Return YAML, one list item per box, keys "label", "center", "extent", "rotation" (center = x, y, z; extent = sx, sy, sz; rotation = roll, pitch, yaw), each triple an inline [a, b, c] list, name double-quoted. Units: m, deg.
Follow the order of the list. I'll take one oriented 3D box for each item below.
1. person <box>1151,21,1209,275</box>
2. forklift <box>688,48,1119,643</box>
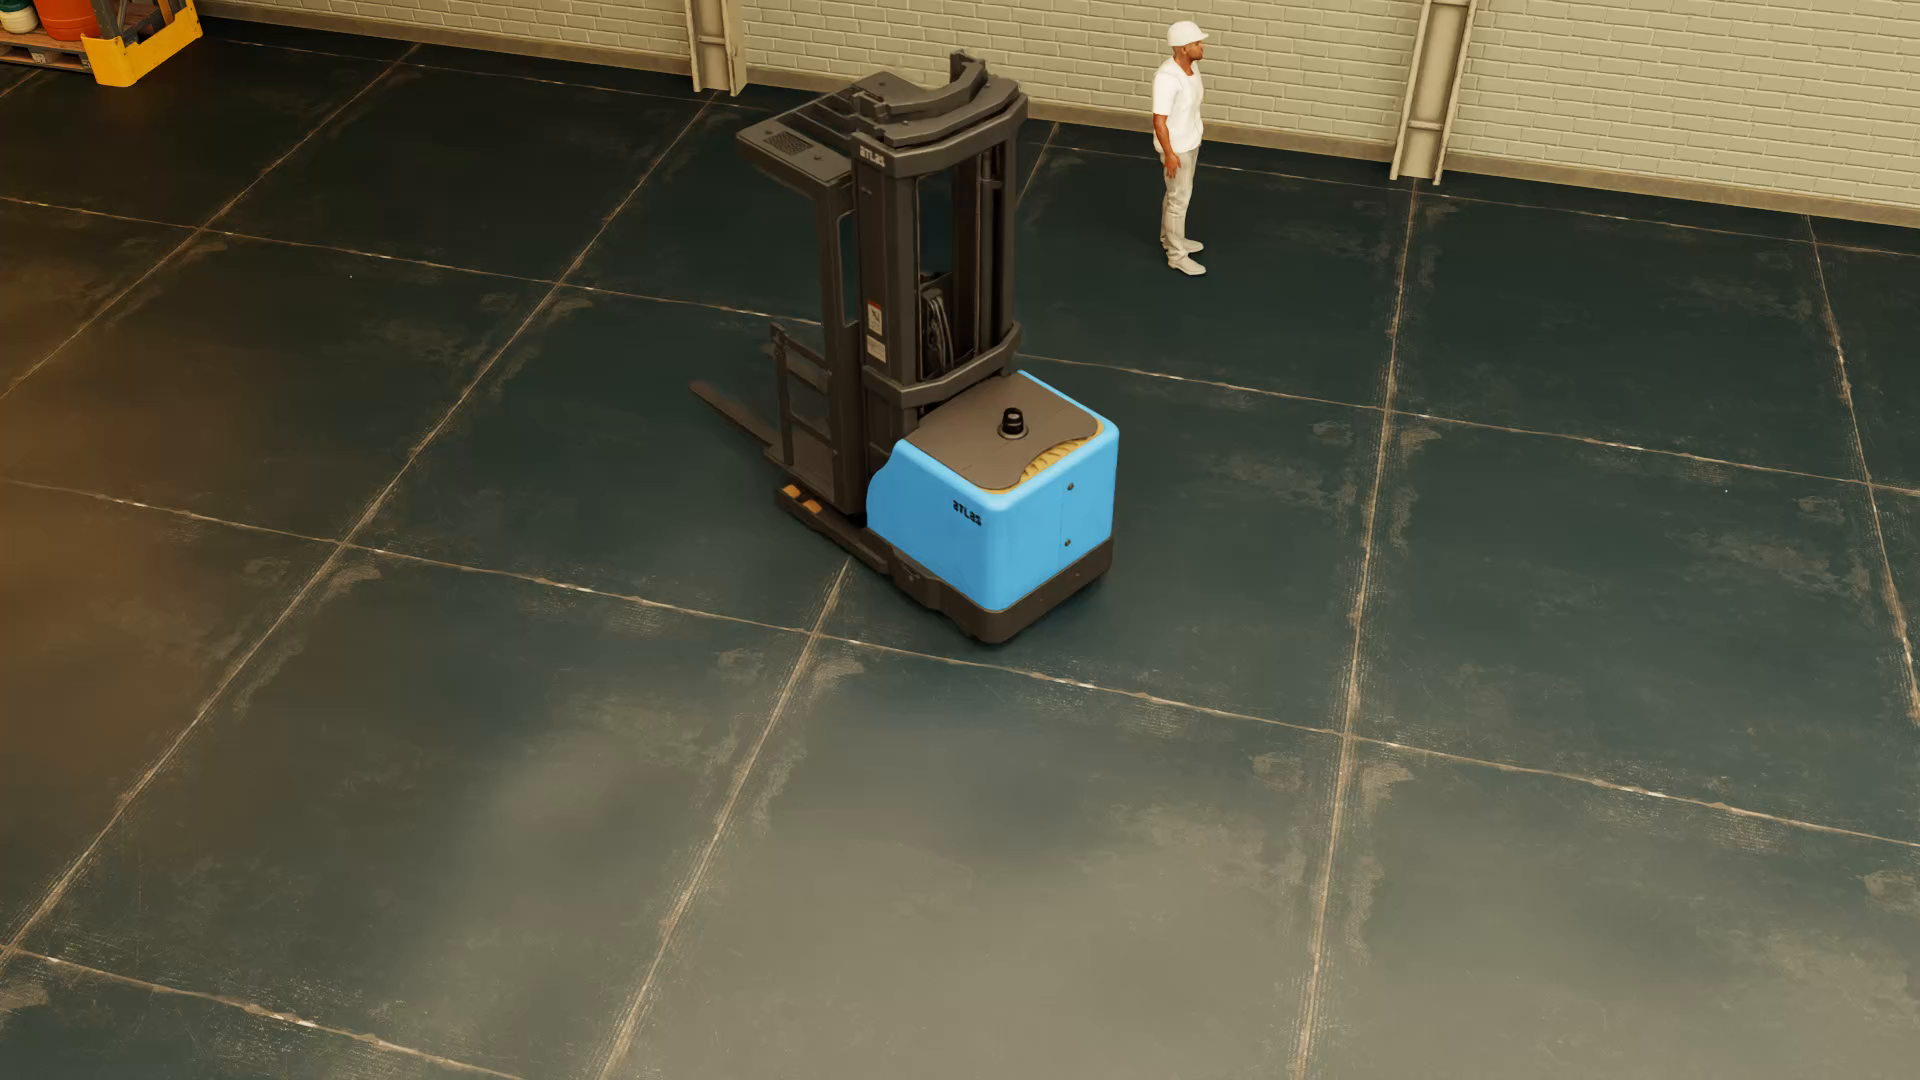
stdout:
- label: "person"
  center: [1.655, -2.851, 11.992]
  extent: [0.578, 1.760, 0.667]
  rotation: [16, 44, 18]
- label: "forklift"
  center: [-0.493, -1.395, 9.453]
  extent: [1.130, 2.935, 3.031]
  rotation: [-33, 51, -32]
